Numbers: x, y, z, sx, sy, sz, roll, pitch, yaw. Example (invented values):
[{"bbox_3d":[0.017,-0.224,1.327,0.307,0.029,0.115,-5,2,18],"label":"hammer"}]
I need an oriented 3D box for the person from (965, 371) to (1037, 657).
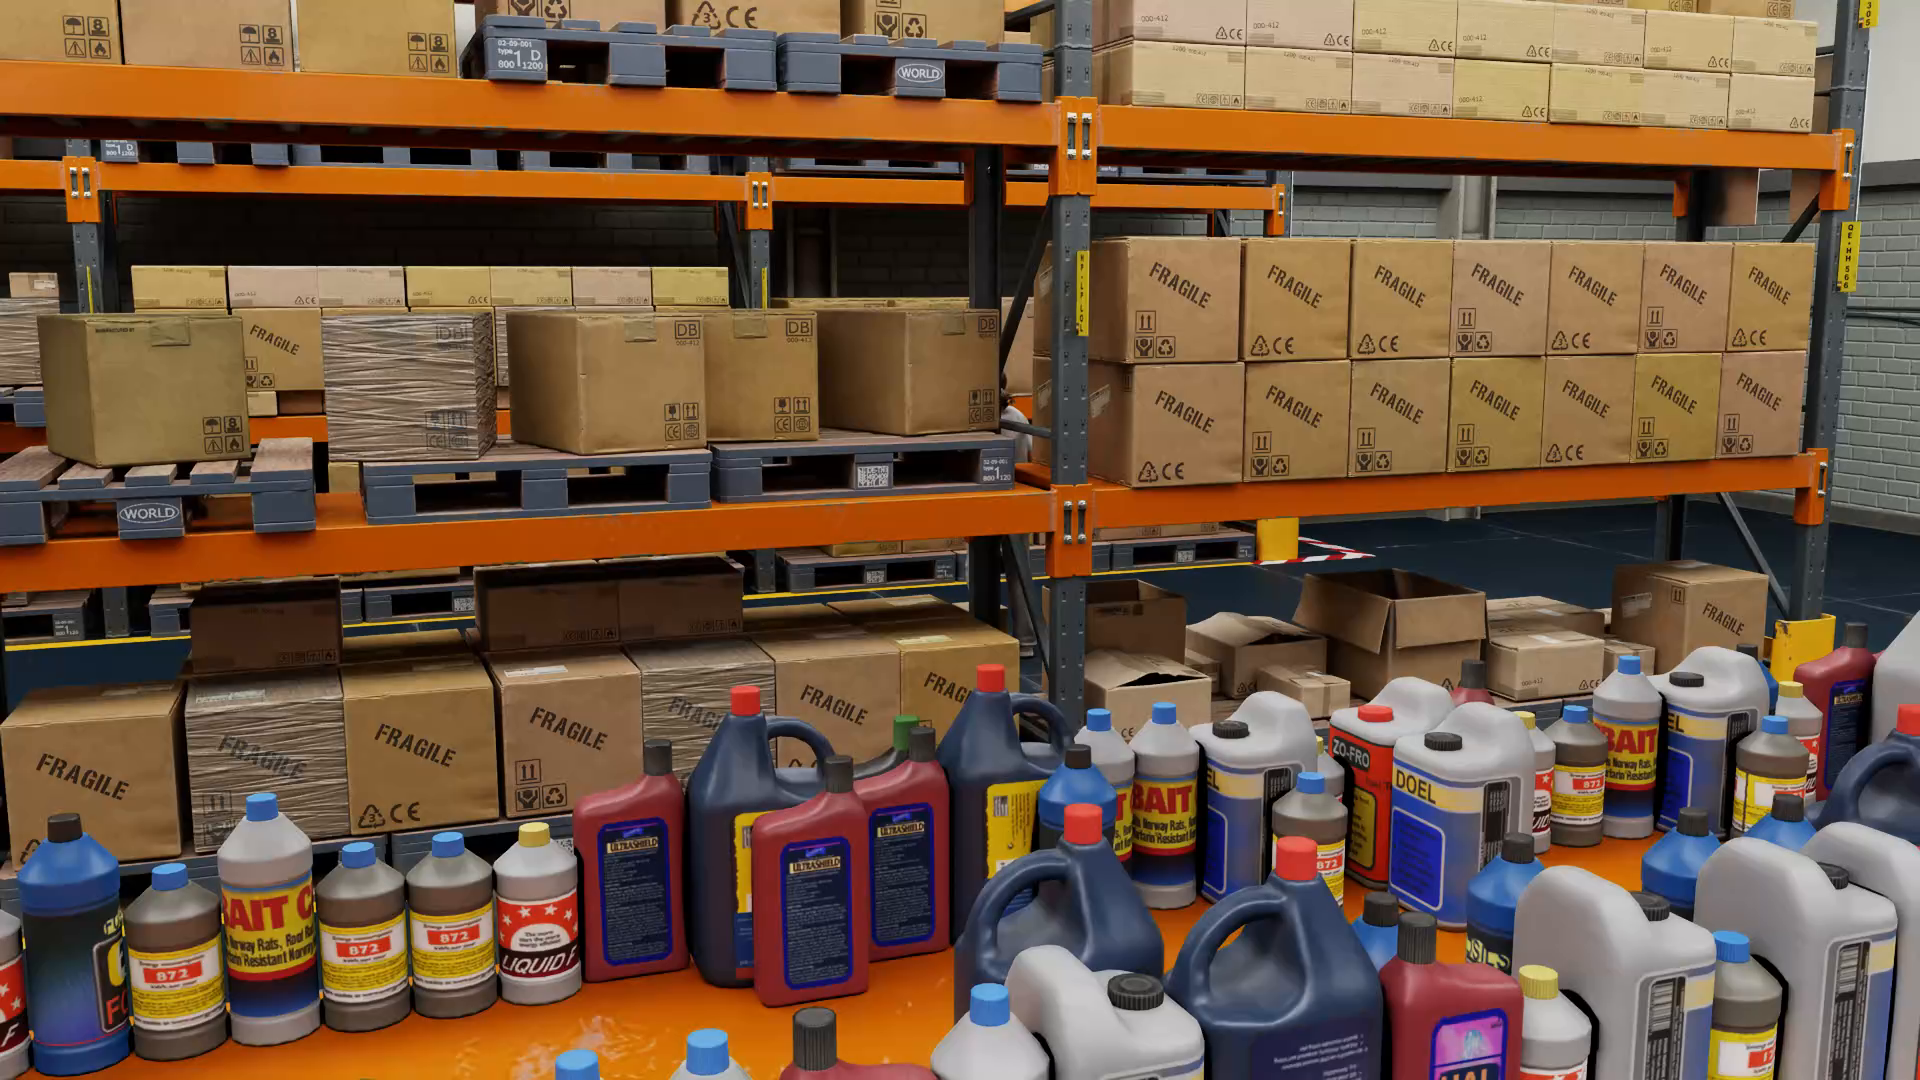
[{"bbox_3d":[0.212,-0.161,9.390,0.514,1.672,0.363,-4,10,-24],"label":"person"}]
